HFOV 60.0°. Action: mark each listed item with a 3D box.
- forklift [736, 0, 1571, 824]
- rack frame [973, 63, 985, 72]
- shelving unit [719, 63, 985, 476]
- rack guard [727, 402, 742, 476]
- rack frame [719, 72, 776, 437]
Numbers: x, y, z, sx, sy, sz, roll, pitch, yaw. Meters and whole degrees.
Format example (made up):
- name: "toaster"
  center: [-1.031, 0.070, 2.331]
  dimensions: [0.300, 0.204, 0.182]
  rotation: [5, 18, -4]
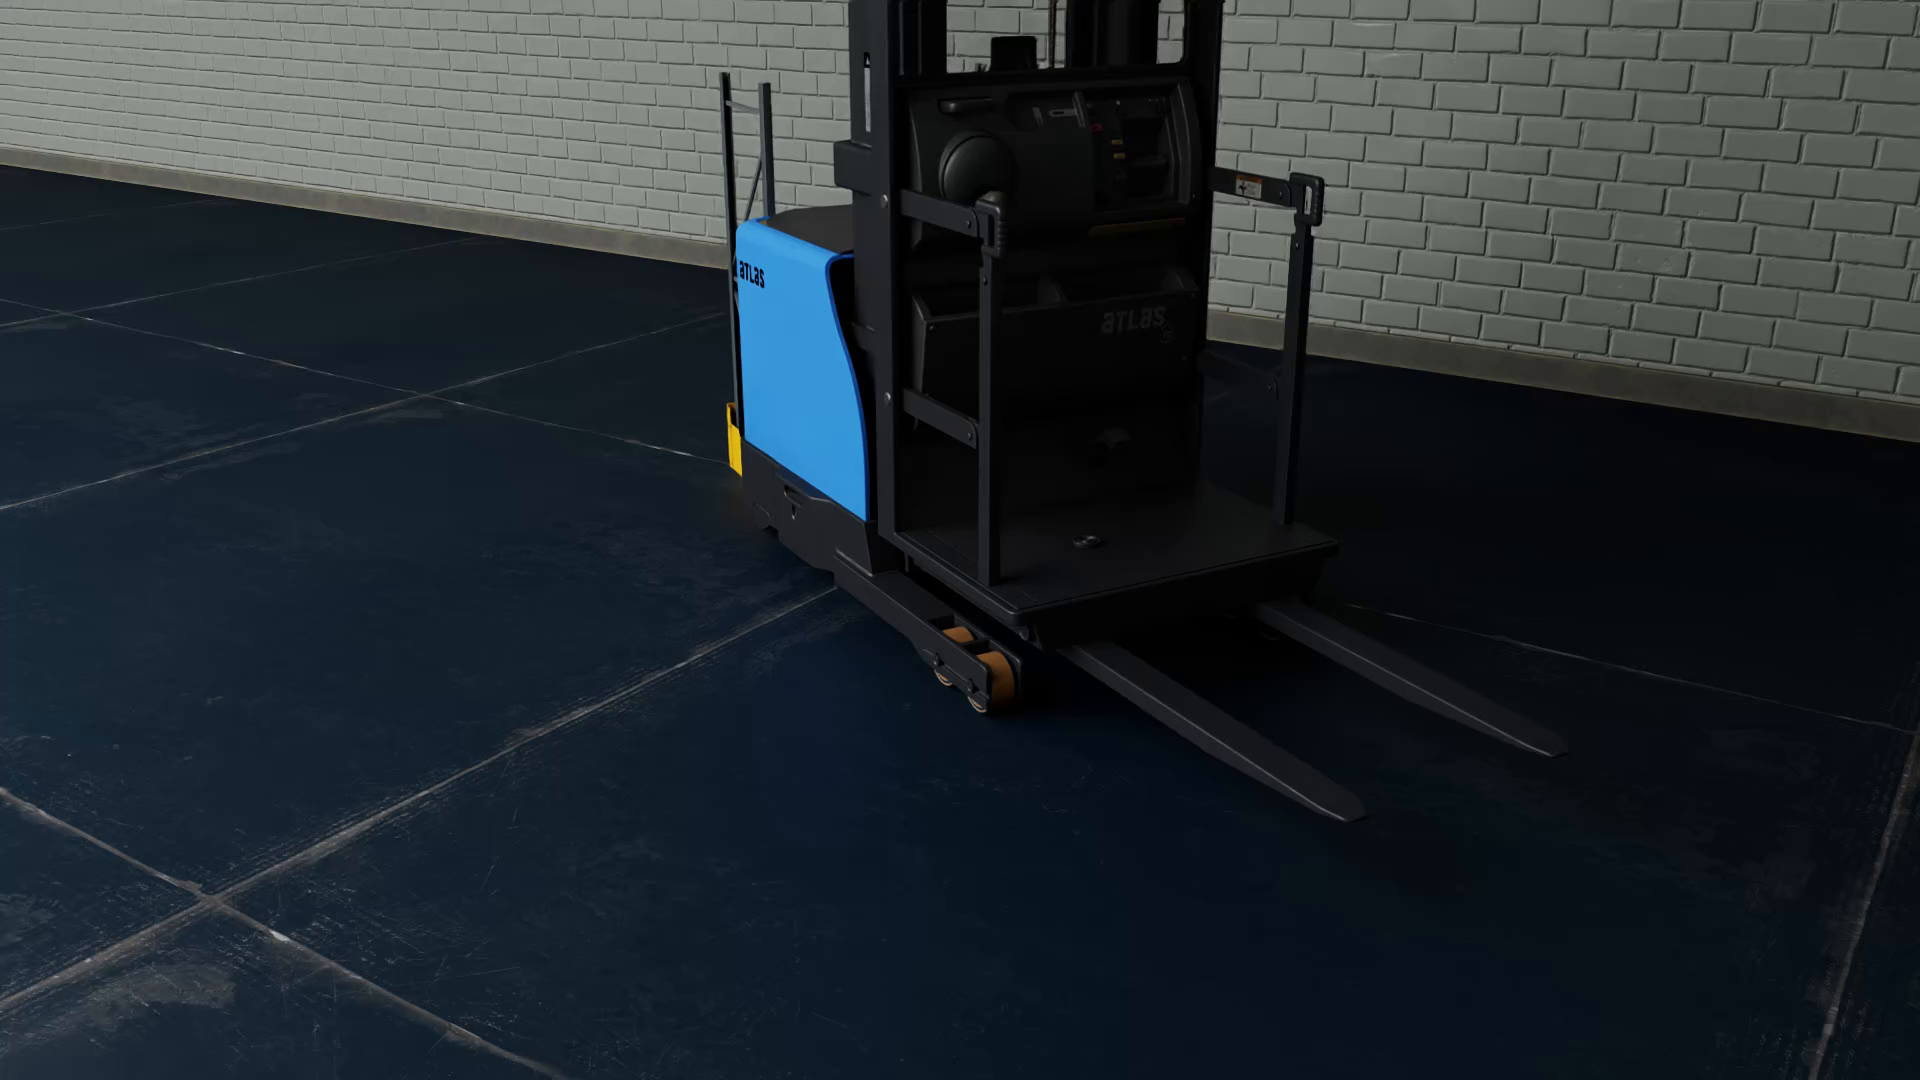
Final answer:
- name: "forklift"
  center: [0.381, -1.086, 4.476]
  dimensions: [1.130, 2.935, 3.031]
  rotation: [-11, 23, -27]
- name: "rack frame"
  center: [0.167, -1.062, 6.474]
  dimensions: [0.032, 1.500, 0.500]
  rotation: [-9, 22, -23]
- name: "shelving unit"
  center: [-0.303, -0.987, 6.271]
  dimensions: [1.083, 1.500, 0.587]
  rotation: [-9, 22, -23]
- name: "rack guard"
  center: [-0.755, -0.329, 6.293]
  dimensions: [0.087, 0.250, 0.587]
  rotation: [-9, 22, -23]
- name: "rack frame"
  center: [-0.756, -0.915, 6.076]
  dimensions: [0.032, 1.500, 0.500]
  rotation: [-9, 22, -23]
